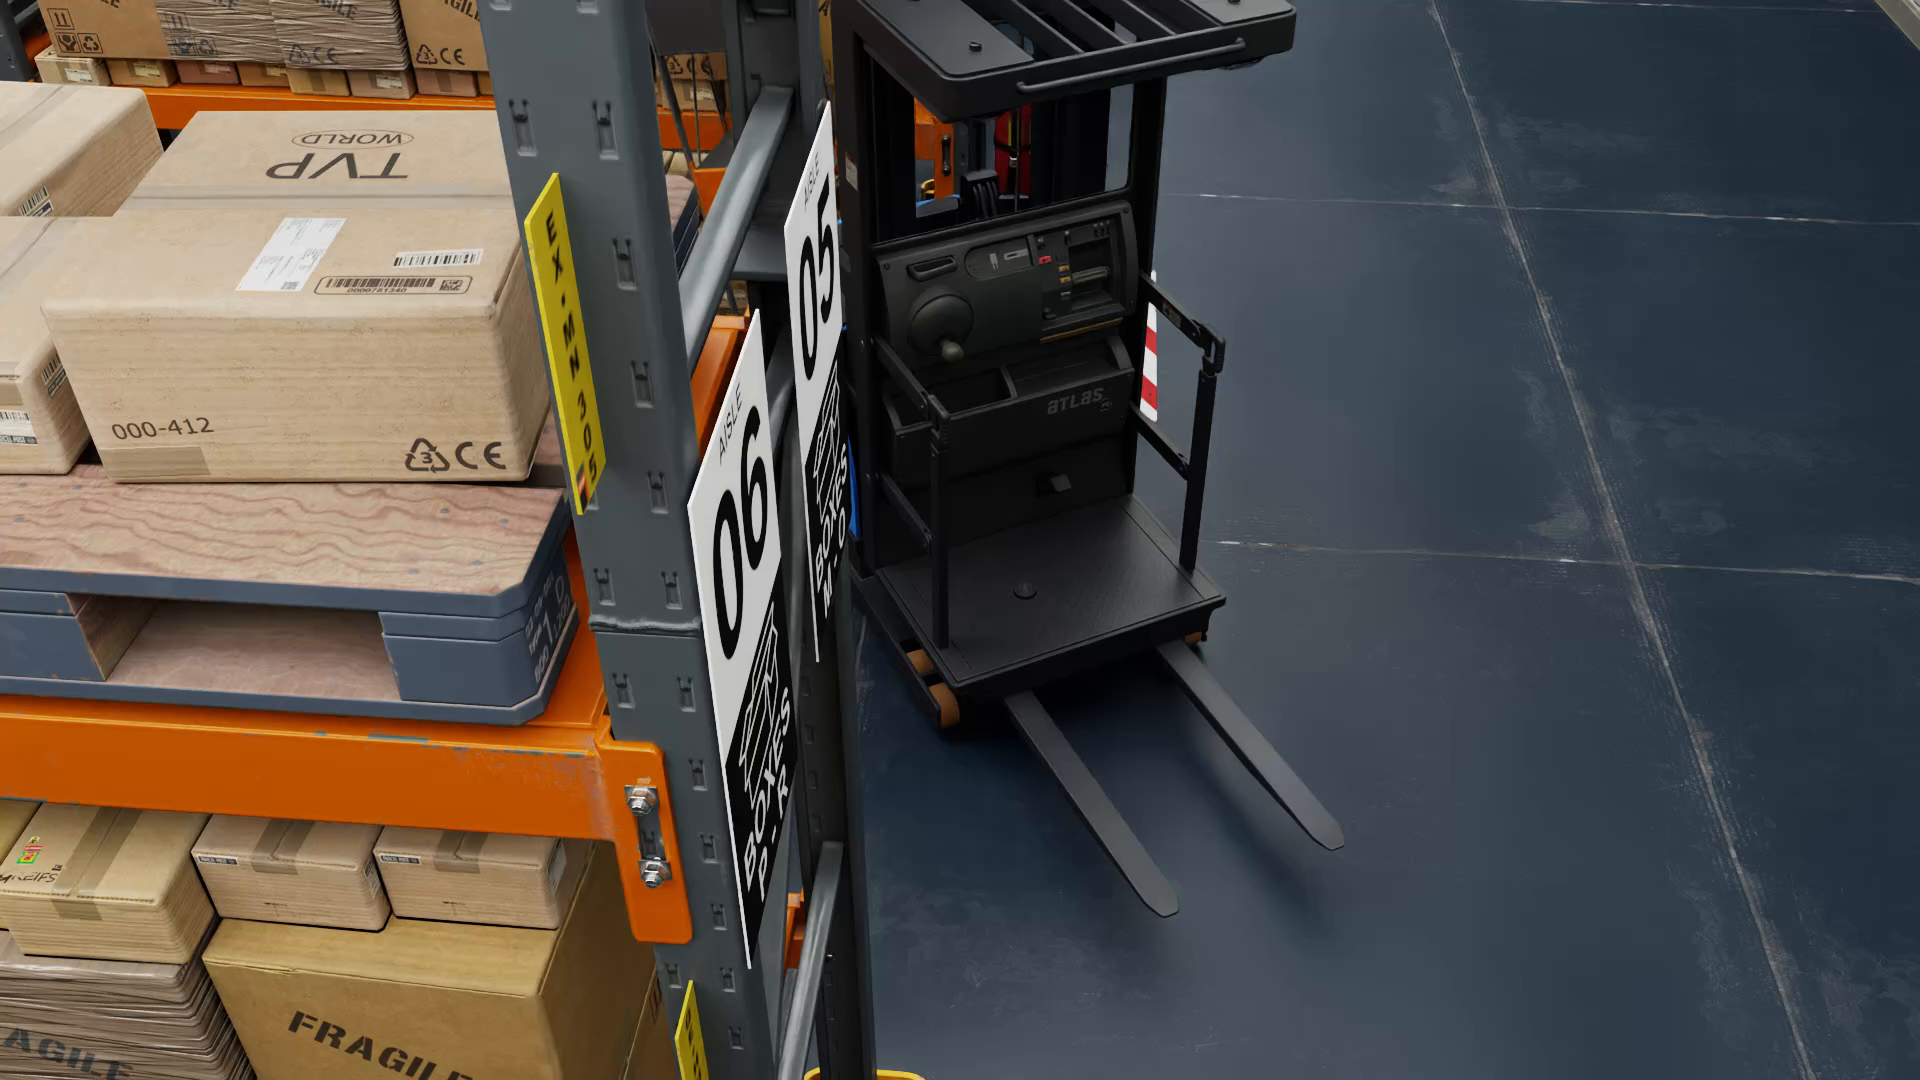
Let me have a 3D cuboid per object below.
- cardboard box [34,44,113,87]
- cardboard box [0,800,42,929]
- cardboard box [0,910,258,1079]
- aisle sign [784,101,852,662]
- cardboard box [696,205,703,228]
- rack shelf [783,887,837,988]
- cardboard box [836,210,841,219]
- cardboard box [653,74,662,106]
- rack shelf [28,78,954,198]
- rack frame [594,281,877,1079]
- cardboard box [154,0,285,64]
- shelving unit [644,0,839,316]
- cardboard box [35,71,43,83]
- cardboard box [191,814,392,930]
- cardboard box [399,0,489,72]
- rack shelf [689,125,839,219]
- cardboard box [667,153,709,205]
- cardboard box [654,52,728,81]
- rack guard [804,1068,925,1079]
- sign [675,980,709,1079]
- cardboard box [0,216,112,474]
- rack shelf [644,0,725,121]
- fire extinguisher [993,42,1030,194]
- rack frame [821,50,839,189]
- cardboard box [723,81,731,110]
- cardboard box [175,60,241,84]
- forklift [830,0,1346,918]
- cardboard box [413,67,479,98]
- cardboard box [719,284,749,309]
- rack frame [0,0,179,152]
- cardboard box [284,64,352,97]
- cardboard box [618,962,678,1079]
[{"bbox_3d":[-3.715,-2.063,7.107,0.250,0.149,0.380,4,39,5],"label":"cardboard box"},{"bbox_3d":[-1.452,0.384,2.517,0.250,0.149,0.380,4,39,5],"label":"cardboard box"},{"bbox_3d":[-1.334,0.642,2.714,0.500,0.500,0.500,3,39,4],"label":"cardboard box"},{"bbox_3d":[-0.214,-0.231,2.599,0.004,0.787,0.394,3,39,4],"label":"aisle sign"},{"bbox_3d":[-1.300,-1.359,7.498,0.250,0.149,0.380,2,39,2],"label":"cardboard box"},{"bbox_3d":[-2.303,1.125,3.561,4.000,0.370,1.077,3,39,4],"label":"rack shelf"},{"bbox_3d":[-0.533,-1.321,7.451,0.250,0.149,0.380,4,39,4],"label":"cardboard box"},{"bbox_3d":[-1.345,-1.979,7.005,0.250,0.149,0.380,2,39,2],"label":"cardboard box"},{"bbox_3d":[-1.977,-1.993,7.393,4.000,0.370,1.077,3,39,4],"label":"rack shelf"},{"bbox_3d":[-0.310,0.955,3.200,0.127,3.000,1.000,3,39,4],"label":"rack frame"},{"bbox_3d":[-3.004,-2.328,6.919,0.500,0.500,0.500,3,39,4],"label":"cardboard box"},{"bbox_3d":[-0.746,-1.417,6.792,0.503,2.100,0.431,2,39,19],"label":"shelving unit"},{"bbox_3d":[-4.682,-2.072,7.973,0.500,0.250,0.500,2,39,2],"label":"cardboard box"},{"bbox_3d":[-0.940,0.385,2.516,0.250,0.149,0.380,4,39,5],"label":"cardboard box"},{"bbox_3d":[-1.968,-2.267,6.844,0.500,0.500,0.500,5,39,6],"label":"cardboard box"},{"bbox_3d":[-0.744,-1.406,6.800,0.480,0.518,0.431,2,39,19],"label":"rack shelf"},{"bbox_3d":[-1.256,-1.689,7.903,0.250,0.149,0.380,1,39,2],"label":"cardboard box"},{"bbox_3d":[-0.967,-2.211,6.776,0.500,0.500,0.500,3,39,3],"label":"cardboard box"},{"bbox_3d":[-0.286,1.926,3.988,0.348,0.500,1.175,3,39,4],"label":"rack guard"},{"bbox_3d":[-0.371,0.755,2.342,0.005,0.325,0.100,3,39,4],"label":"sign"},{"bbox_3d":[-1.191,-0.253,2.095,0.250,0.149,0.380,0,39,0],"label":"cardboard box"},{"bbox_3d":[-0.868,-1.953,6.381,0.480,0.518,0.431,2,39,19],"label":"rack shelf"},{"bbox_3d":[0.227,-1.685,6.800,0.183,0.674,0.296,3,39,4],"label":"fire extinguisher"},{"bbox_3d":[-0.515,-1.409,6.714,0.015,2.100,0.400,2,39,19],"label":"rack frame"},{"bbox_3d":[-0.829,-1.947,6.965,0.250,0.149,0.380,3,39,3],"label":"cardboard box"},{"bbox_3d":[-3.181,-2.114,7.170,0.250,0.149,0.380,2,39,2],"label":"cardboard box"},{"bbox_3d":[0.266,-0.781,5.388,1.130,2.935,3.031,-17,42,-19],"label":"forklift"},{"bbox_3d":[-2.128,-2.036,7.074,0.250,0.149,0.380,5,39,6],"label":"cardboard box"},{"bbox_3d":[-1.052,-1.212,7.553,0.250,0.149,0.380,2,39,2],"label":"cardboard box"},{"bbox_3d":[-3.969,-2.381,7.299,0.127,3.000,1.000,3,39,4],"label":"rack frame"},{"bbox_3d":[-2.665,-2.040,7.080,0.250,0.149,0.380,4,39,5],"label":"cardboard box"},{"bbox_3d":[-0.814,1.057,2.996,0.500,0.500,0.500,3,39,4],"label":"cardboard box"}]
